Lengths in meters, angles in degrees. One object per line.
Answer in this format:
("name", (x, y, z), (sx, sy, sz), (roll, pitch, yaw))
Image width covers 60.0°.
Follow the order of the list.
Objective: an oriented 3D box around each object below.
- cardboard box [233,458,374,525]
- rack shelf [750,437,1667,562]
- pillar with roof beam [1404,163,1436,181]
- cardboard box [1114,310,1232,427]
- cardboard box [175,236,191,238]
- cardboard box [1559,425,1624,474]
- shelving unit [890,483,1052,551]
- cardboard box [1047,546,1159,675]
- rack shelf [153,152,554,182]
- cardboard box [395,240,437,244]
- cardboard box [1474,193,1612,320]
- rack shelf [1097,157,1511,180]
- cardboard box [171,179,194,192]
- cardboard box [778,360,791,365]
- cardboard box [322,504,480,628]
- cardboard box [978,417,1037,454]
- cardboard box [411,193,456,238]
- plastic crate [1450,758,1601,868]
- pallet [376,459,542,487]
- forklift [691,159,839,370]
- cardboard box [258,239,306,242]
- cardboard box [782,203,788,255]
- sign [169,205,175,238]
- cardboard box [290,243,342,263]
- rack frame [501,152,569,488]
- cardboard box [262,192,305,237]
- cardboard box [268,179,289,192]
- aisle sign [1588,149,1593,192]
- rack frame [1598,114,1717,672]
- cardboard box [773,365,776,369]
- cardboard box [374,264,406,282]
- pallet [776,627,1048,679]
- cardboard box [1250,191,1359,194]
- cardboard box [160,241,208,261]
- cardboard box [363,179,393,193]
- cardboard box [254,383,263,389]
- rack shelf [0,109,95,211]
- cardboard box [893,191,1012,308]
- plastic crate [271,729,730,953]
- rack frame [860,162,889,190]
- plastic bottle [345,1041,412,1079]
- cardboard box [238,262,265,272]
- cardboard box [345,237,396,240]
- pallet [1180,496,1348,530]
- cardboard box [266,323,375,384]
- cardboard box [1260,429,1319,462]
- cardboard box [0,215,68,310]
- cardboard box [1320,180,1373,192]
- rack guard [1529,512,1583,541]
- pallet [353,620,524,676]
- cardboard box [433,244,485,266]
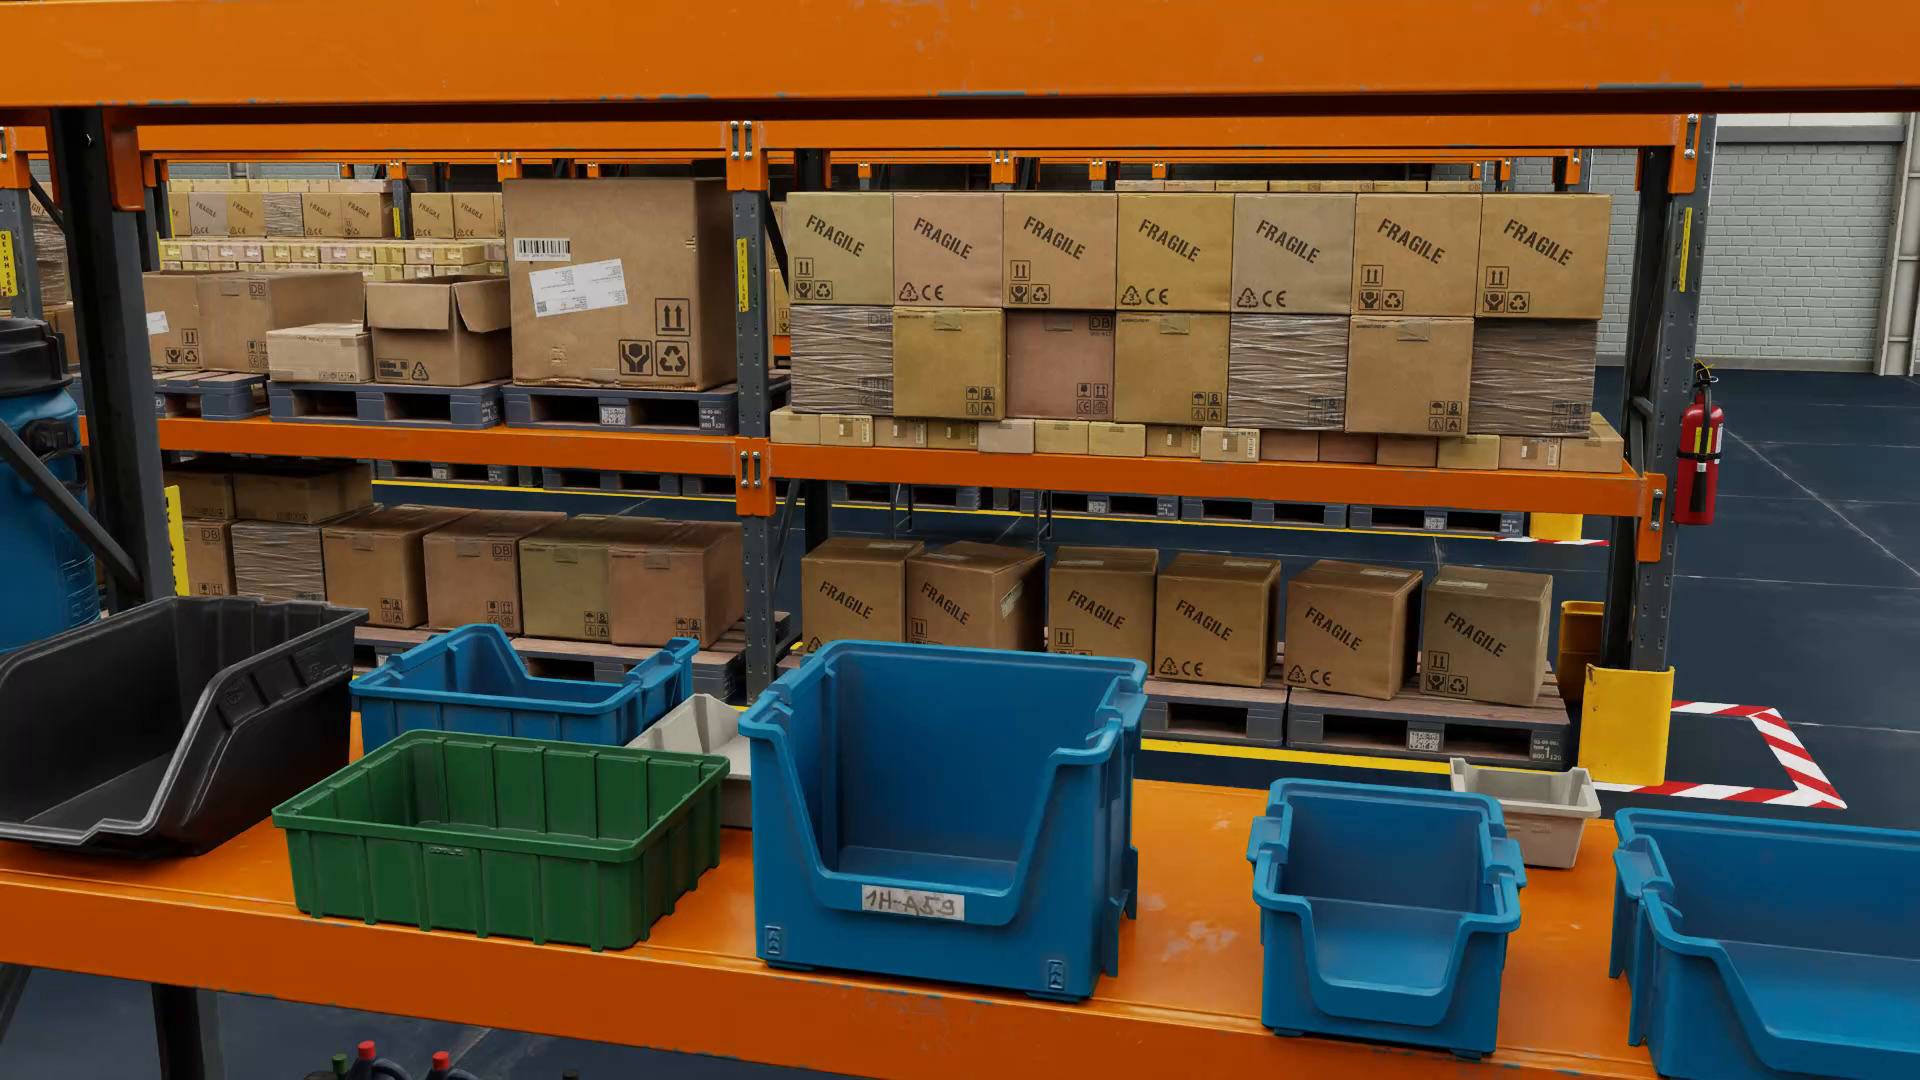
("cardboard box", (-3.565, -0.268, 9.042), (0.500, 0.250, 0.500), (5, 13, 20))
("rack shelf", (1.085, -0.299, 7.818), (4.000, 0.370, 1.077), (3, 13, 14))
("pillar with roof beam", (5.095, -5.924, 17.657), (0.400, 9.000, 9.100), (3, 13, 14))
("cardboard box", (1.028, -0.839, 7.673), (0.500, 0.500, 0.875), (3, 13, 14))
("cardboard box", (-9.238, -3.404, 19.920), (0.500, 0.500, 0.500), (3, 13, 13))
("cardboard box", (2.701, -0.395, 7.170), (0.250, 0.149, 0.380), (3, 13, 14))
("shelving unit", (0.083, -0.728, 11.551), (1.048, 1.500, 0.538), (3, 13, 14))
("cardboard box", (0.702, 0.334, 8.104), (0.500, 0.500, 0.500), (2, 13, 9))
("rack shelf", (-5.395, -3.216, 14.042), (4.000, 0.370, 1.077), (3, 13, 14))
("cardboard box", (-4.611, -2.478, 14.214), (0.250, 0.149, 0.380), (3, 13, 11))
("cardboard box", (2.434, -1.205, 7.015), (0.500, 0.500, 0.500), (3, 13, 14))
("rack shelf", (3.460, -3.847, 16.886), (4.000, 0.370, 1.077), (3, 13, 14))
("cardboard box", (-9.098, -4.192, 19.665), (0.250, 0.149, 0.380), (3, 13, 12))
("cardboard box", (-1.820, -1.936, 18.634), (0.625, 0.372, 0.950), (2, 13, 10))
("cardboard box", (-2.991, 0.128, 8.985), (0.500, 0.500, 0.700), (4, 13, 18))
("cardboard box", (0.247, -0.502, 7.649), (0.250, 0.149, 0.380), (3, 13, 14))
("cardboard box", (-5.891, -3.707, 18.977), (0.500, 0.500, 0.500), (3, 13, 14))
("plastic crate", (1.048, 0.510, 3.120), (0.250, 0.136, 0.298), (3, 13, 14))
("pallet", (-4.212, -0.679, 14.307), (1.213, 0.211, 1.003), (3, 13, 14))
("forklift", (-1.697, -2.396, 15.765), (3.031, 2.935, 1.130), (2, 13, 10))
("cardboard box", (-5.896, -2.545, 14.518), (0.250, 0.149, 0.380), (3, 13, 12))
("cardboard box", (-1.044, -2.406, 13.114), (0.500, 0.500, 0.700), (3, 13, 14))
("sign", (-7.208, -2.889, 15.158), (0.005, 0.325, 0.100), (3, 13, 14))
("cardboard box", (-5.294, -2.369, 13.723), (0.250, 0.149, 0.380), (4, 13, 16))
("rack frame", (-3.454, -2.000, 13.821), (0.127, 3.000, 1.000), (3, 13, 14))
("cardboard box", (-7.761, -3.809, 19.438), (0.500, 0.500, 0.500), (3, 13, 14))
("cardboard box", (-7.850, -4.136, 19.412), (0.250, 0.149, 0.380), (3, 13, 12))
("aisle sign", (4.310, -2.787, 11.367), (0.004, 0.787, 0.394), (3, 13, 14))
("rack frame", (3.027, -0.547, 7.272), (0.127, 3.000, 1.000), (3, 13, 14))
("cardboard box", (-2.034, -1.011, 13.590), (0.750, 0.750, 1.050), (3, 13, 14))
("cardboard box", (-4.558, -2.184, 13.574), (0.250, 0.149, 0.380), (3, 13, 15))
("pallet", (-0.196, 0.635, 8.386), (1.213, 0.211, 1.003), (3, 13, 14))
("cardboard box", (1.589, -1.368, 7.747), (0.500, 0.500, 0.500), (3, 13, 14))
("cardboard box", (-6.544, -2.436, 14.024), (0.250, 0.149, 0.380), (3, 13, 14))
("cardboard box", (-6.624, -4.056, 19.053), (0.250, 0.149, 0.380), (3, 13, 12))
("cardboard box", (-5.671, -1.409, 14.231), (0.500, 0.250, 0.500), (4, 13, 16))
("rack shelf", (-3.985, -0.930, 3.734), (4.000, 0.370, 1.077), (3, 13, 14))
("cardboard box", (0.005, -1.334, 7.595), (0.500, 0.500, 0.500), (3, 13, 14))
("plastic crate", (-0.793, 0.521, 2.951), (0.662, 0.188, 0.450), (3, 13, 14))
("rack frame", (-1.180, -4.090, 23.242), (0.127, 3.000, 1.000), (3, 13, 14))
("plastic bottle", (-1.349, 1.339, 3.875), (0.185, 0.351, 0.144), (3, 13, 12))
("cardboard box", (-5.790, -2.250, 13.876), (0.250, 0.149, 0.380), (3, 13, 13))
("cardboard box", (-6.761, -3.272, 19.327), (0.500, 0.500, 0.500), (3, 13, 14))
("pallet", (2.338, -0.312, 12.652), (1.213, 0.211, 1.003), (3, 13, 14))
("cardboard box", (-3.168, -0.958, 8.504), (0.500, 0.250, 0.500), (3, 13, 12))
("cardboard box", (1.483, -0.457, 7.447), (0.250, 0.149, 0.380), (3, 13, 14))
("cardboard box", (-5.446, -1.542, 9.210), (0.637, 0.503, 0.797), (4, 13, 15))
("cardboard box", (3.844, -3.326, 16.573), (0.500, 0.500, 0.700), (3, 13, 13))
("rack guard", (4.337, -0.363, 12.215), (0.348, 0.500, 1.175), (3, 13, 14))
("pallet", (-2.801, 0.504, 8.974), (1.213, 0.211, 1.003), (3, 13, 14))
("cardboard box", (-4.039, -2.301, 13.418), (0.250, 0.149, 0.380), (3, 13, 11))
